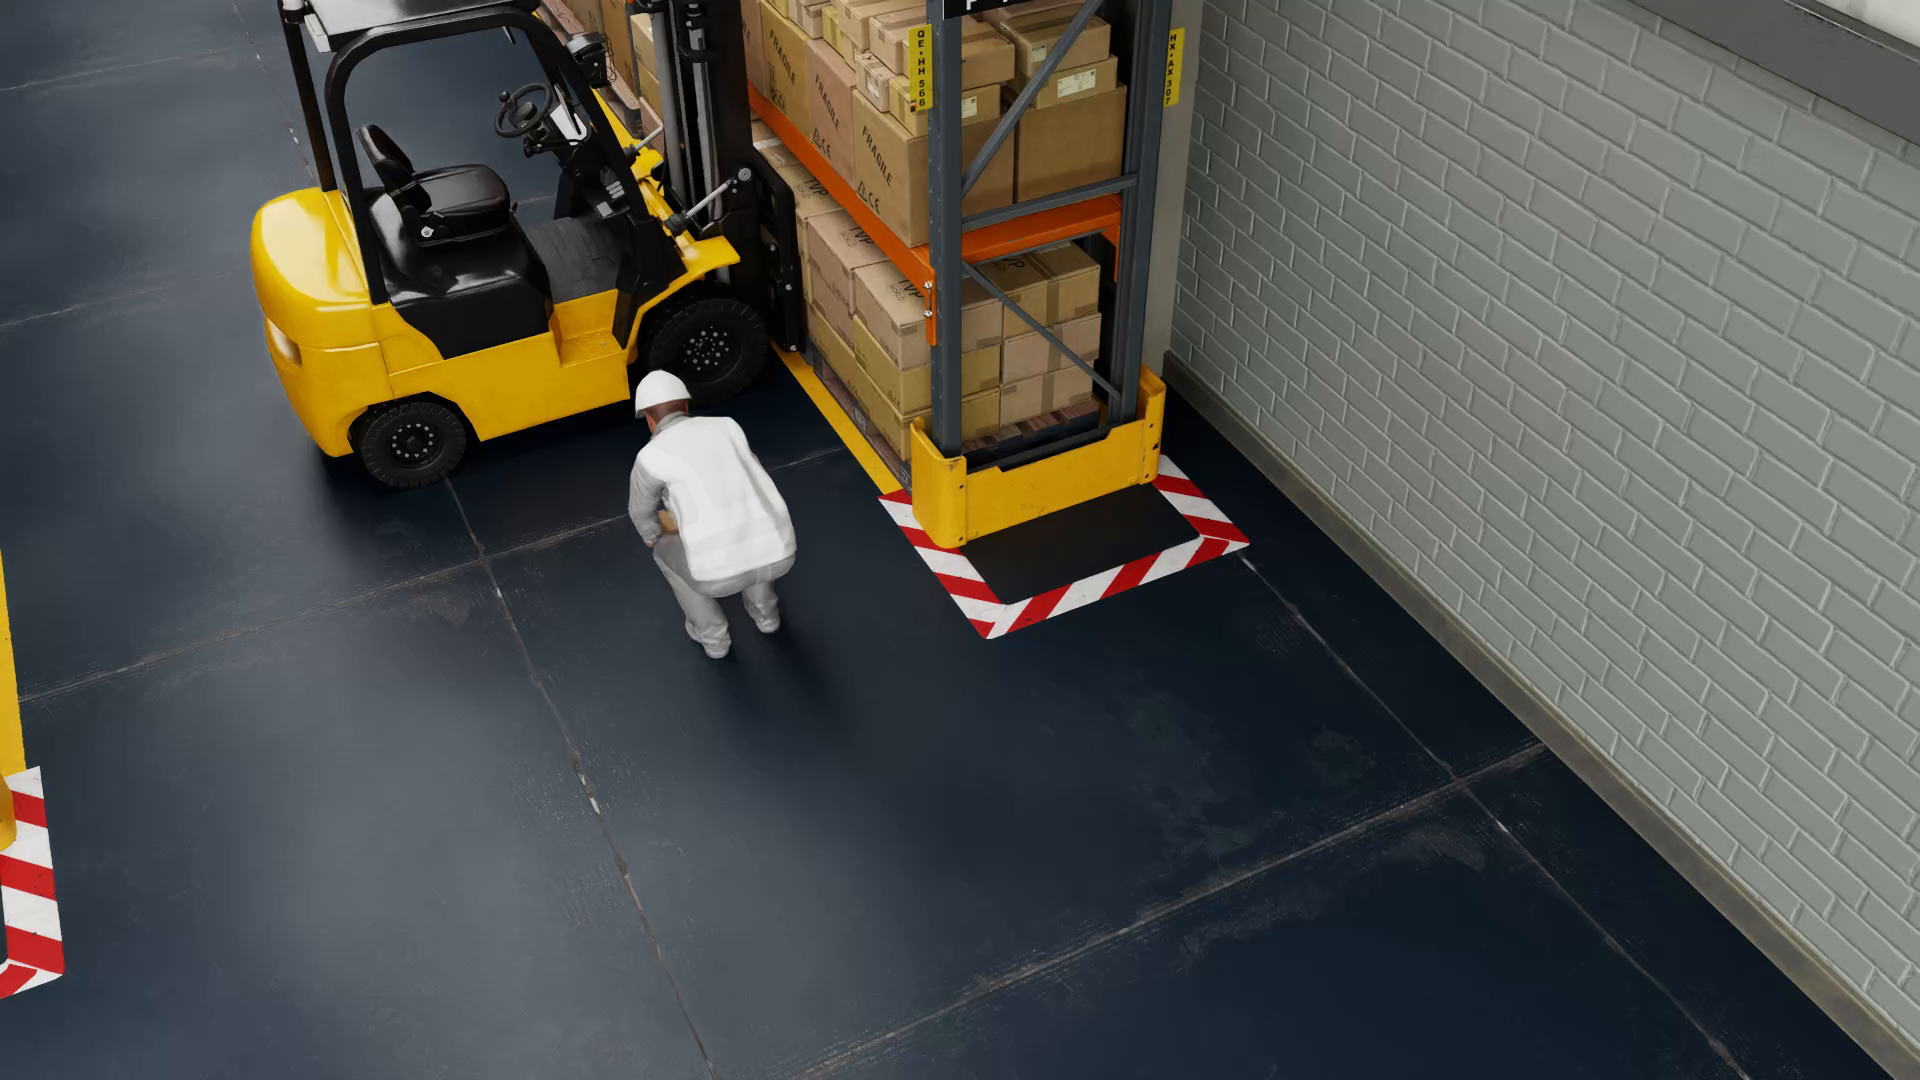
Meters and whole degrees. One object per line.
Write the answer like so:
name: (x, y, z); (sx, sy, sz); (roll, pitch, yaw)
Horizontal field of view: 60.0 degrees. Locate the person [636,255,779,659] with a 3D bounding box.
person: (-0.984, -0.317, 6.520); (0.484, 1.756, 0.584); (-20, 45, -21)
